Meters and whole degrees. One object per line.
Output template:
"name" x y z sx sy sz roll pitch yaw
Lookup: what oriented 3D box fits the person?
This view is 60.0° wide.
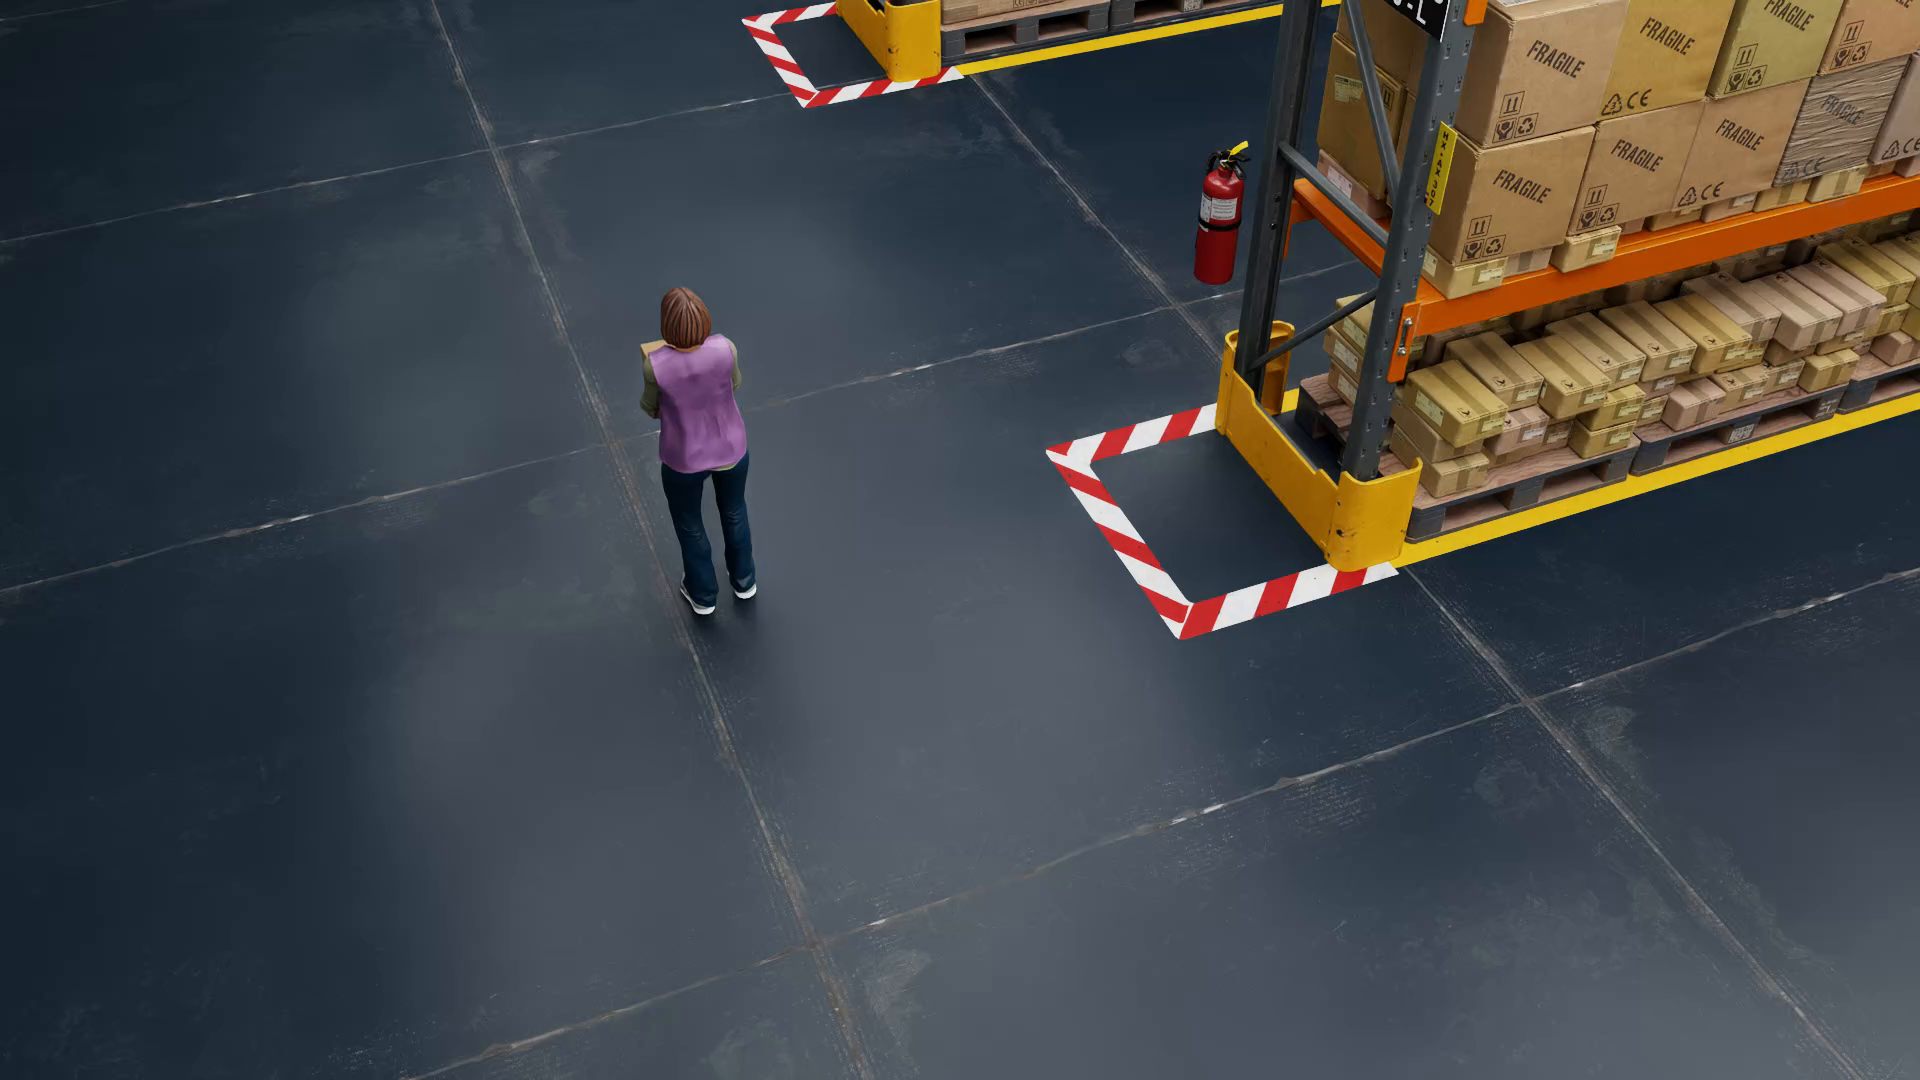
"person" -1.043 -0.395 6.606 0.406 1.588 0.500 -15 45 -16
